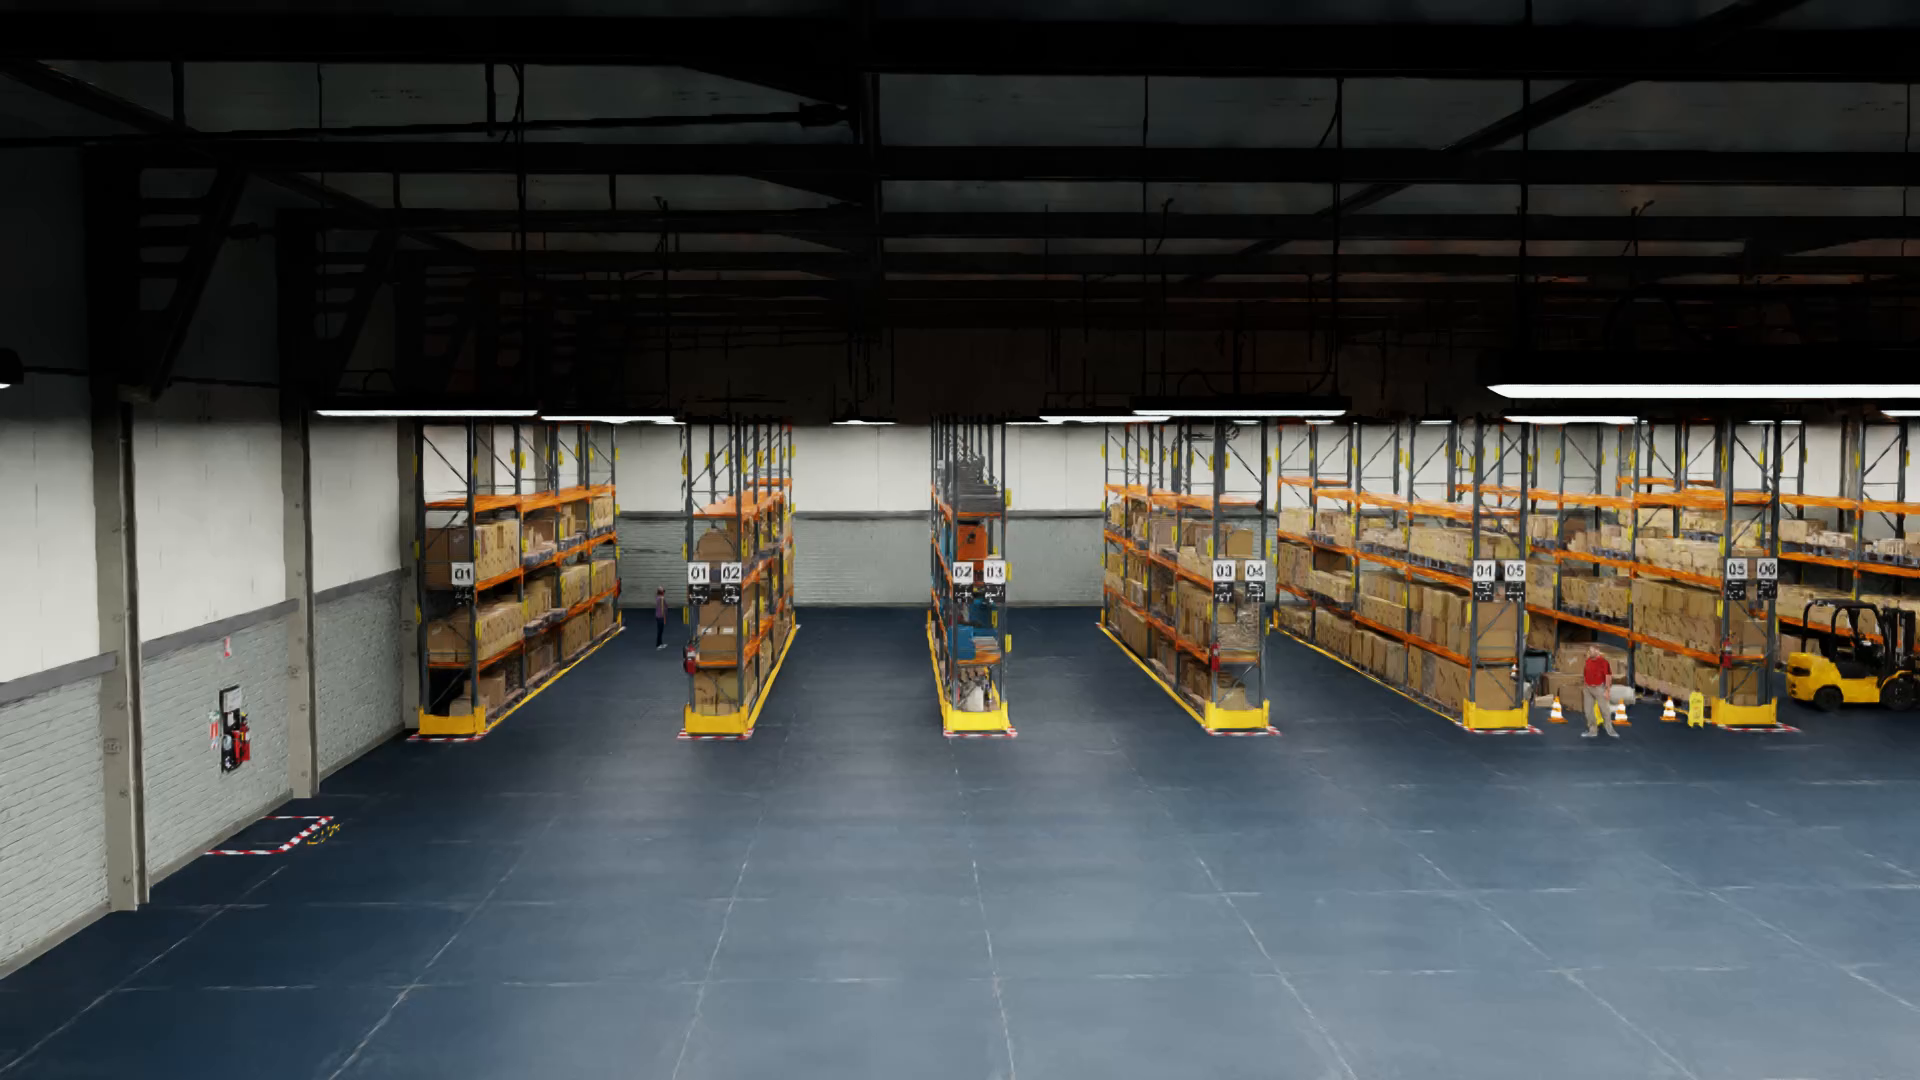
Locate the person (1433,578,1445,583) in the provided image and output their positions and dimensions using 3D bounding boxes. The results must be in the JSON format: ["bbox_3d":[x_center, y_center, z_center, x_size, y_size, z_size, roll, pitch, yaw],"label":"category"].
[{"bbox_3d":[15.242,1.280,52.532,0.603,1.748,0.569,3,5,34],"label":"person"}]

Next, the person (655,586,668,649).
[{"bbox_3d":[-7.693,1.991,42.857,0.347,1.600,0.533,-2,4,-25],"label":"person"}]

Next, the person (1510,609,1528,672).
[{"bbox_3d":[12.887,2.202,38.403,0.571,1.786,0.648,2,4,24],"label":"person"}]

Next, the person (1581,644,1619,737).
[{"bbox_3d":[11.821,2.780,30.745,0.568,1.718,0.656,-2,5,-32],"label":"person"}]
